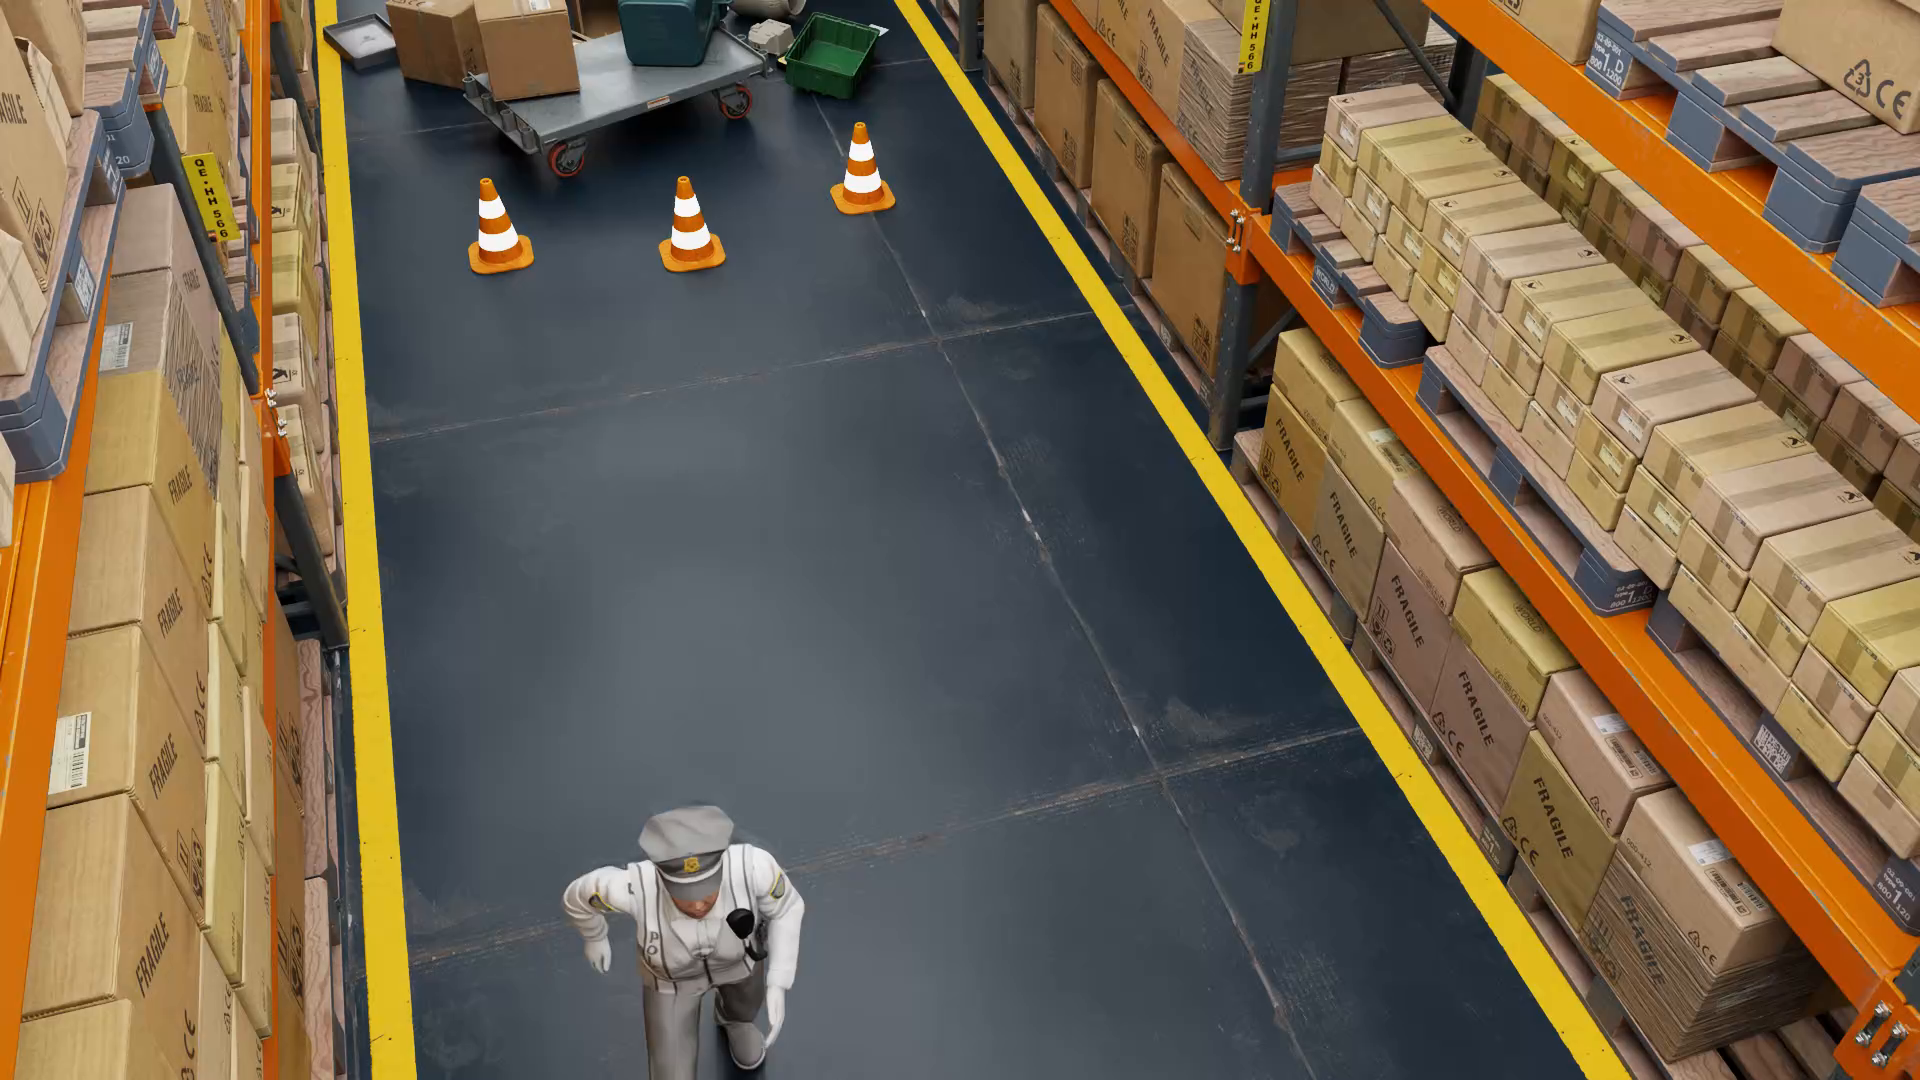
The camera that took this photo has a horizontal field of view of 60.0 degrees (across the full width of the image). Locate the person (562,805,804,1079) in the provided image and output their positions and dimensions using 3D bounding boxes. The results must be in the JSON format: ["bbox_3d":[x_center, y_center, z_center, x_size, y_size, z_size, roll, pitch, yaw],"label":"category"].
[{"bbox_3d":[-0.763,1.245,4.838,0.639,1.602,0.739,-15,45,-16],"label":"person"}]
